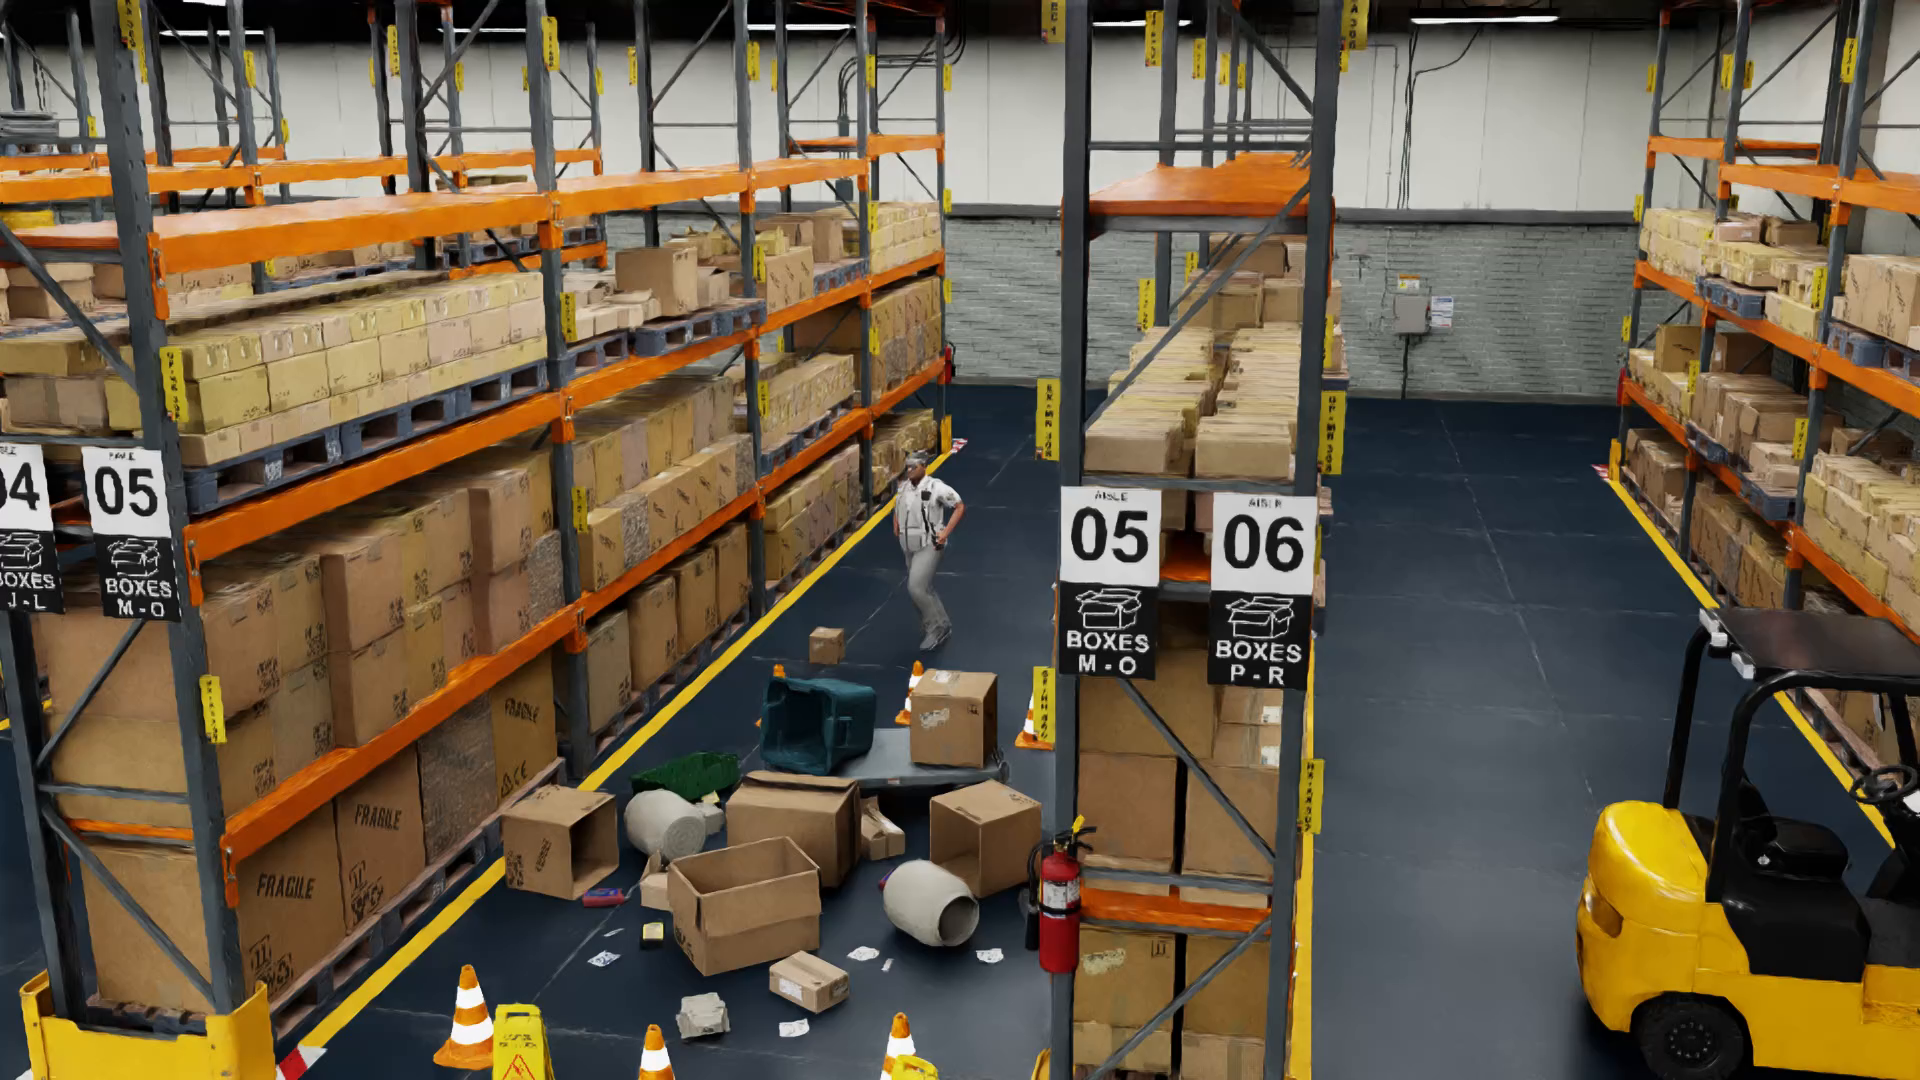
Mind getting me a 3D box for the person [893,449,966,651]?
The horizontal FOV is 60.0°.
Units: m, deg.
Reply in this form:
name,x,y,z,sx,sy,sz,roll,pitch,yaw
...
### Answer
name,x,y,z,sx,sy,sz,roll,pitch,yaw
person,-0.367,0.065,14.822,0.667,1.779,0.577,14,20,43
